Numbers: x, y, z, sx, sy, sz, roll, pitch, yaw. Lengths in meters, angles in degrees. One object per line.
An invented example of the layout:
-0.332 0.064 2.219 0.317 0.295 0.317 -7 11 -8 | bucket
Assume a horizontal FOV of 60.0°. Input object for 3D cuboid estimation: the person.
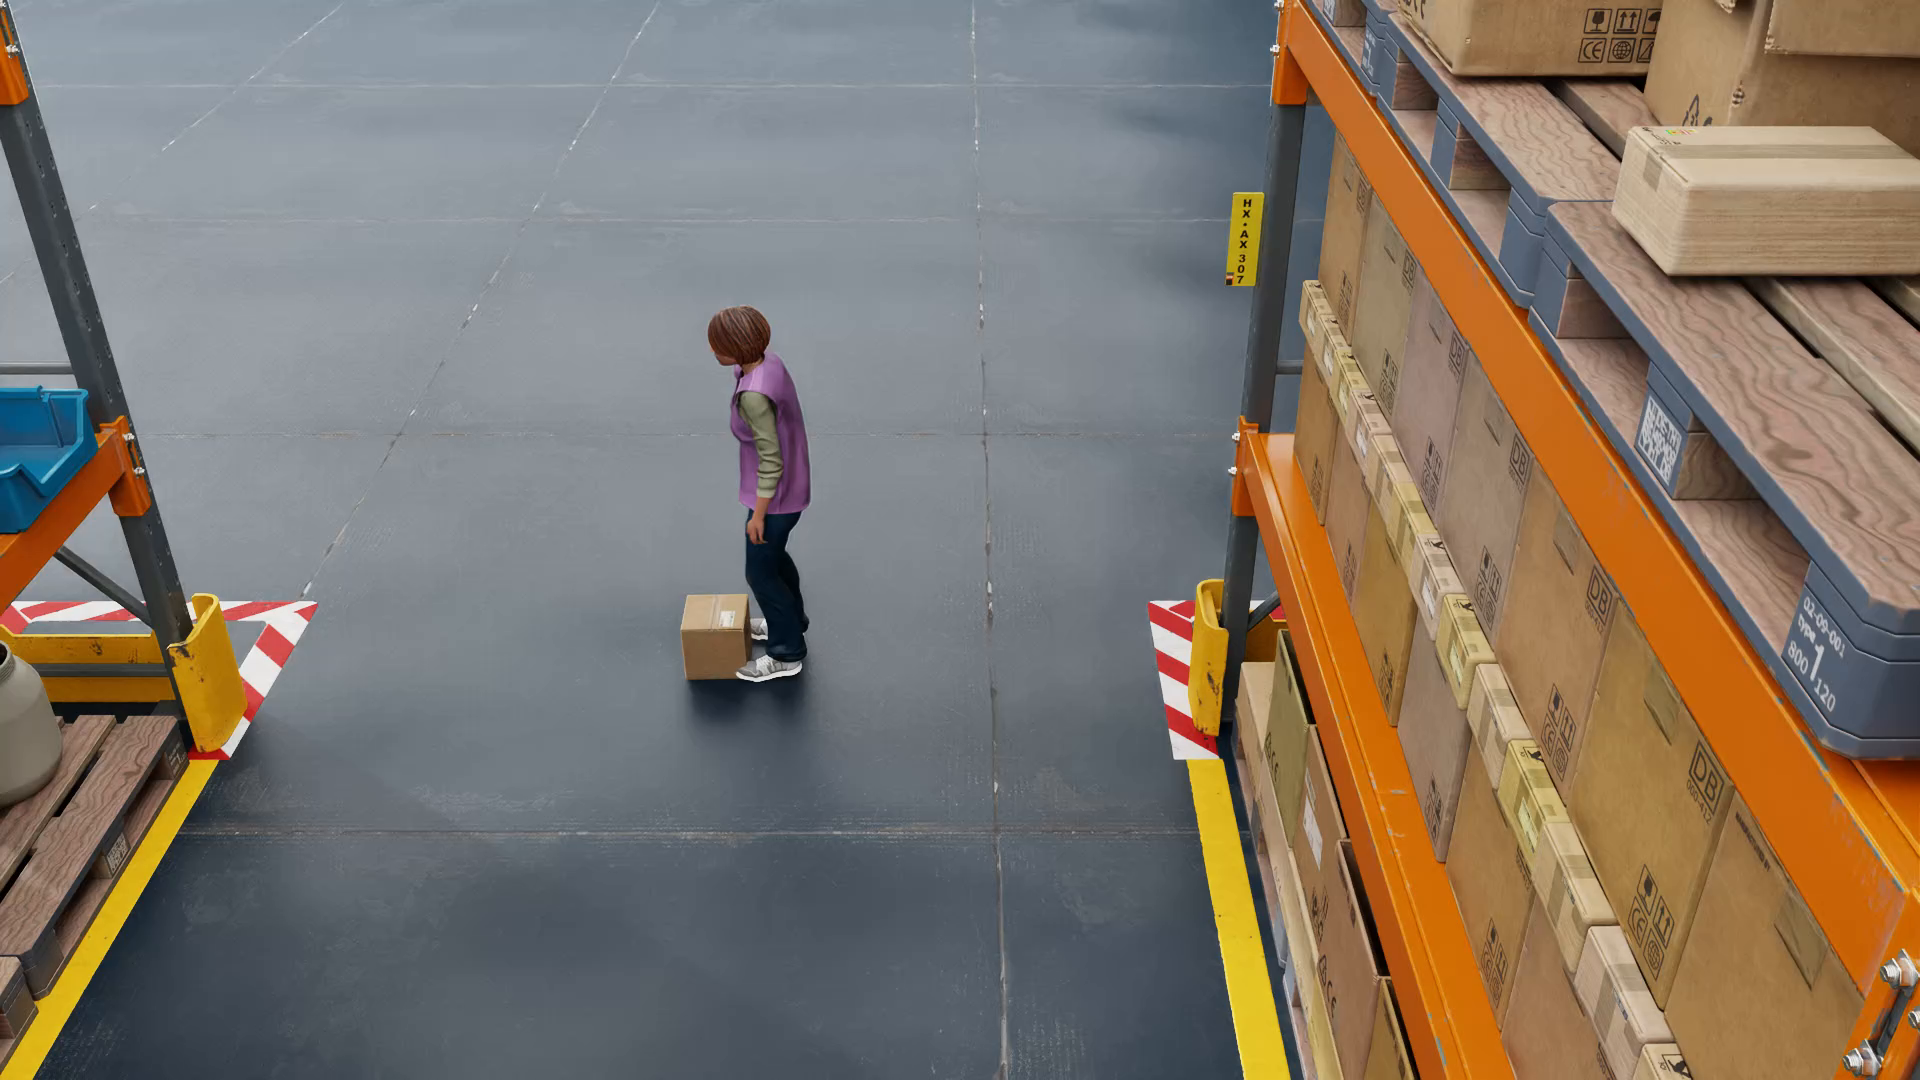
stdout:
-0.746 -0.179 6.432 0.343 1.593 0.485 -2 32 -3 | person
